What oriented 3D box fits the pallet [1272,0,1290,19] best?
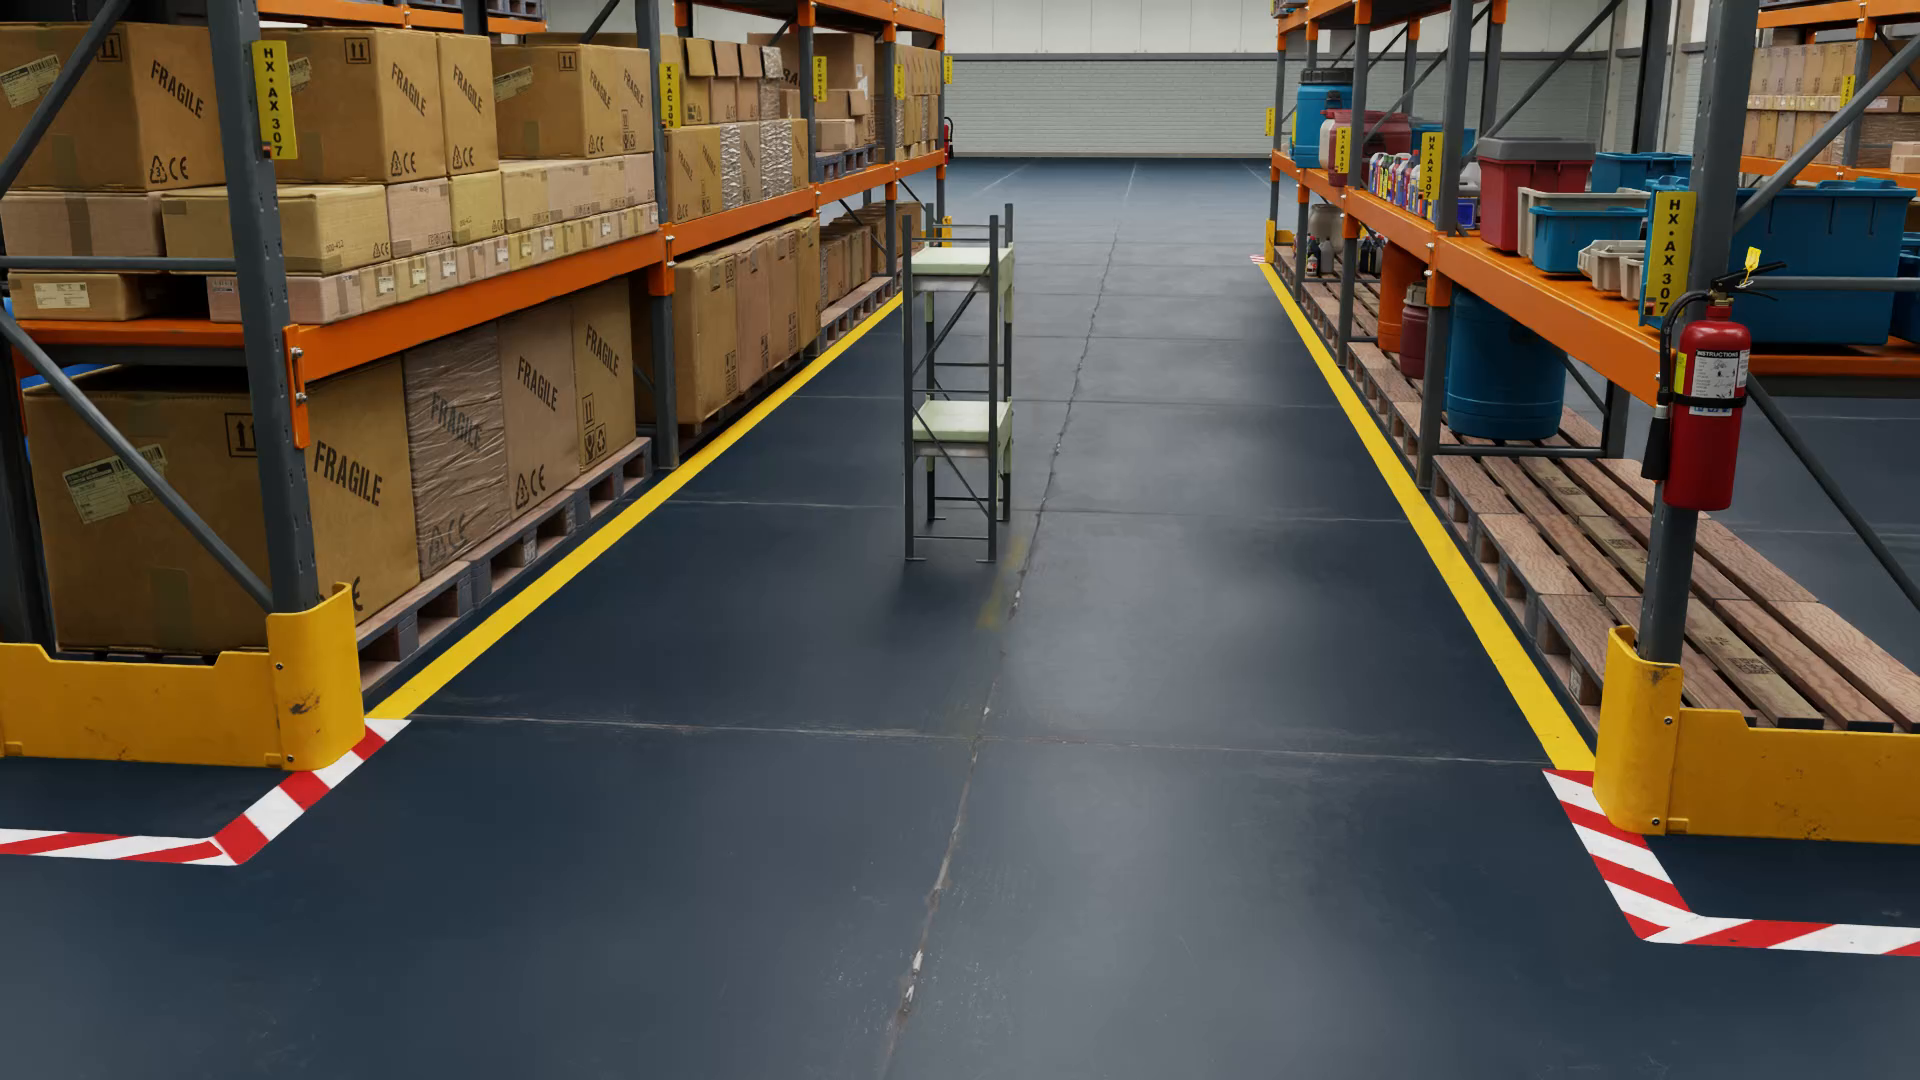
[{"bbox_3d":[4.040,-5.959,18.568,1.003,0.211,1.213,2,15,6],"label":"pallet"}]

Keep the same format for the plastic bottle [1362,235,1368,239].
[{"bbox_3d":[4.403,-3.157,17.967,0.152,0.276,0.135,2,15,7],"label":"plastic bottle"}]

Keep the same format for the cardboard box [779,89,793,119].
[{"bbox_3d":[-1.573,-3.277,13.038,0.500,0.500,0.500,0,15,-1],"label":"cardboard box"}]

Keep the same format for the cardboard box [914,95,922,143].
[{"bbox_3d":[-0.885,-4.619,18.235,0.875,0.500,0.500,2,15,6],"label":"cardboard box"}]

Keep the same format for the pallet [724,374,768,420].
[{"bbox_3d":[-1.898,-1.021,11.033,1.003,0.211,1.213,2,15,6],"label":"pallet"}]

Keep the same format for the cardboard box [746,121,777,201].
[{"bbox_3d":[-1.521,-2.534,11.094,0.500,0.500,0.500,1,15,4],"label":"cardboard box"}]

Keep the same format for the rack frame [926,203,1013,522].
[{"bbox_3d":[0.042,-0.821,7.824,0.400,1.500,0.023,2,15,6],"label":"rack frame"}]

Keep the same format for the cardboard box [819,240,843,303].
[{"bbox_3d":[-1.431,-2.356,14.575,0.700,0.500,0.500,3,15,11],"label":"cardboard box"}]

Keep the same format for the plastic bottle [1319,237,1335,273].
[{"bbox_3d":[3.708,-2.881,16.803,0.144,0.351,0.185,2,15,6],"label":"plastic bottle"}]

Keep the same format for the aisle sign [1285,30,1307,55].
[{"bbox_3d":[3.947,-6.096,19.479,0.394,0.787,0.004,2,15,6],"label":"aisle sign"}]

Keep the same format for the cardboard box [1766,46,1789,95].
[{"bbox_3d":[8.970,-4.940,17.506,0.700,0.500,0.500,2,15,6],"label":"cardboard box"}]

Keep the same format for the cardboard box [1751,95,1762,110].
[{"bbox_3d":[8.806,-4.734,17.989,0.380,0.149,0.250,1,15,5],"label":"cardboard box"}]

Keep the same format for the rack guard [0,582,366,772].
[{"bbox_3d":[-2.499,0.403,5.214,1.175,0.500,0.348,2,15,6],"label":"rack guard"}]

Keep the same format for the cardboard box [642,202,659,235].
[{"bbox_3d":[-1.754,-1.637,8.452,0.380,0.149,0.250,2,15,7],"label":"cardboard box"}]

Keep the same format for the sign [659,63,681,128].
[{"bbox_3d":[-1.494,-2.287,8.565,0.100,0.325,0.005,2,15,6],"label":"sign"}]

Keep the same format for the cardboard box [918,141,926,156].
[{"bbox_3d":[-0.583,-4.366,18.544,0.380,0.149,0.250,2,15,6],"label":"cardboard box"}]

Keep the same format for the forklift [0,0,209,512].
[{"bbox_3d":[-4.576,-1.874,8.977,1.130,2.935,3.031,0,15,-2],"label":"forklift"}]

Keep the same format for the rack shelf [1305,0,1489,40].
[{"bbox_3d":[3.553,-4.358,13.665,1.077,0.370,4.000,2,15,6],"label":"rack shelf"}]

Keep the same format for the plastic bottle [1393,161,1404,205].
[{"bbox_3d":[2.787,-2.245,10.465,0.097,0.271,0.097,0,15,0],"label":"plastic bottle"}]

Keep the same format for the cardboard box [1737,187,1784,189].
[{"bbox_3d":[8.815,-3.642,18.411,0.500,0.500,0.500,2,15,6],"label":"cardboard box"}]

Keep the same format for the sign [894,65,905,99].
[{"bbox_3d":[-0.591,-4.466,16.212,0.100,0.325,0.005,2,15,6],"label":"sign"}]

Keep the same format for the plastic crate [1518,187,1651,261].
[{"bbox_3d":[2.521,-1.283,6.771,0.437,0.282,0.530,2,15,6],"label":"plastic crate"}]

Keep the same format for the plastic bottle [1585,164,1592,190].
[{"bbox_3d":[3.242,-1.770,8.555,0.144,0.351,0.185,2,15,6],"label":"plastic bottle"}]

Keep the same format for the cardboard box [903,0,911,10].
[{"bbox_3d":[-0.783,-5.544,16.960,0.500,0.250,0.500,2,15,6],"label":"cardboard box"}]

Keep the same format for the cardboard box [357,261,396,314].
[{"bbox_3d":[-2.101,-0.837,5.494,0.380,0.149,0.250,1,15,5],"label":"cardboard box"}]

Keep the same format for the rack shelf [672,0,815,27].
[{"bbox_3d":[-1.820,-3.467,10.368,1.077,0.370,4.000,2,15,6],"label":"rack shelf"}]

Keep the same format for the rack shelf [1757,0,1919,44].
[{"bbox_3d":[8.926,-5.249,16.958,1.077,0.370,4.000,2,15,6],"label":"rack shelf"}]

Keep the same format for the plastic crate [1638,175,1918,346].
[{"bbox_3d":[2.277,-0.802,4.700,0.616,0.435,0.499,2,15,6],"label":"plastic crate"}]

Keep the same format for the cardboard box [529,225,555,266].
[{"bbox_3d":[-1.929,-1.238,6.975,0.380,0.149,0.250,2,15,7],"label":"cardboard box"}]

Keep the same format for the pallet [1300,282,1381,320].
[{"bbox_3d":[3.729,-2.225,15.487,1.003,0.211,1.213,2,15,6],"label":"pallet"}]

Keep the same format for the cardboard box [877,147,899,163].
[{"bbox_3d":[-0.819,-3.848,16.627,0.380,0.149,0.250,2,15,6],"label":"cardboard box"}]

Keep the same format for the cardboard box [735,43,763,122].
[{"bbox_3d":[-1.769,-3.059,11.115,0.797,0.503,0.637,2,15,8],"label":"cardboard box"}]

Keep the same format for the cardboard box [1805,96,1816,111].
[{"bbox_3d":[8.635,-4.331,16.500,0.380,0.149,0.250,2,15,6],"label":"cardboard box"}]

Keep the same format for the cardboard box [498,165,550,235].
[{"bbox_3d":[-2.008,-1.398,6.804,0.500,0.250,0.500,1,15,5],"label":"cardboard box"}]

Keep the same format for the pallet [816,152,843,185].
[{"bbox_3d":[-1.619,-2.980,13.304,1.213,0.211,1.003,2,15,6],"label":"pallet"}]

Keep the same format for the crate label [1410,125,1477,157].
[{"bbox_3d":[3.708,-3.006,12.963,0.502,0.435,0.616,2,15,6],"label":"crate label"}]

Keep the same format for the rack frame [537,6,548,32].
[{"bbox_3d":[-5.608,-5.132,20.894,1.000,3.000,0.127,2,15,6],"label":"rack frame"}]

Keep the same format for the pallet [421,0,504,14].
[{"bbox_3d":[-5.817,-6.027,18.628,1.003,0.211,1.213,2,15,6],"label":"pallet"}]

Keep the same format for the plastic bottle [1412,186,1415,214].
[{"bbox_3d":[2.699,-2.009,9.724,0.097,0.201,0.097,0,15,0],"label":"plastic bottle"}]

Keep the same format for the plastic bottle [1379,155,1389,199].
[{"bbox_3d":[2.845,-2.426,11.112,0.061,0.283,0.133,2,15,6],"label":"plastic bottle"}]

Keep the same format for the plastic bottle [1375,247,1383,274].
[{"bbox_3d":[4.260,-2.828,16.750,0.152,0.276,0.135,2,15,8],"label":"plastic bottle"}]

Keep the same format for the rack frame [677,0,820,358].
[{"bbox_3d":[-1.594,-2.885,12.584,1.000,3.000,0.127,2,15,6],"label":"rack frame"}]

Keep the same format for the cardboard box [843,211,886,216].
[{"bbox_3d":[-1.009,-3.333,18.225,0.500,0.500,0.500,0,15,1],"label":"cardboard box"}]

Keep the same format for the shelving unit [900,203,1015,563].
[{"bbox_3d":[0.001,-0.726,7.473,0.431,1.500,0.755,2,15,6],"label":"shelving unit"}]

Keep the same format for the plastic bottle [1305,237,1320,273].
[{"bbox_3d":[3.565,-2.885,16.818,0.144,0.351,0.185,1,15,5],"label":"plastic bottle"}]

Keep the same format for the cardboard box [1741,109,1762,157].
[{"bbox_3d":[9.032,-4.458,18.211,0.700,0.500,0.500,2,15,8],"label":"cardboard box"}]

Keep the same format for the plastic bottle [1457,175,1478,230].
[{"bbox_3d":[2.599,-1.753,8.637,0.152,0.276,0.135,2,15,6],"label":"plastic bottle"}]

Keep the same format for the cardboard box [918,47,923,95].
[{"bbox_3d":[-0.682,-5.095,18.082,0.500,0.500,0.500,2,15,6],"label":"cardboard box"}]

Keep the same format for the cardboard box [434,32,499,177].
[{"bbox_3d":[-2.065,-1.624,6.201,0.500,0.500,0.500,1,15,5],"label":"cardboard box"}]

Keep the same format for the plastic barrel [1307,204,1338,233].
[{"bbox_3d":[4.232,-3.642,19.348,0.421,0.512,0.421,0,15,0],"label":"plastic barrel"}]

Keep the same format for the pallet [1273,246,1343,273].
[{"bbox_3d":[4.171,-3.236,19.225,1.003,0.211,1.213,2,15,6],"label":"pallet"}]

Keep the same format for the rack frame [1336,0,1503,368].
[{"bbox_3d":[3.327,-2.739,12.044,1.000,3.000,0.127,2,15,6],"label":"rack frame"}]

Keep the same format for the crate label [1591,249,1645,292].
[{"bbox_3d":[2.391,-0.930,5.745,0.396,0.136,0.243,2,15,6],"label":"crate label"}]

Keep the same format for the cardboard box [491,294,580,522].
[{"bbox_3d":[-2.301,-0.622,7.482,0.875,0.875,0.875,2,15,6],"label":"cardboard box"}]
